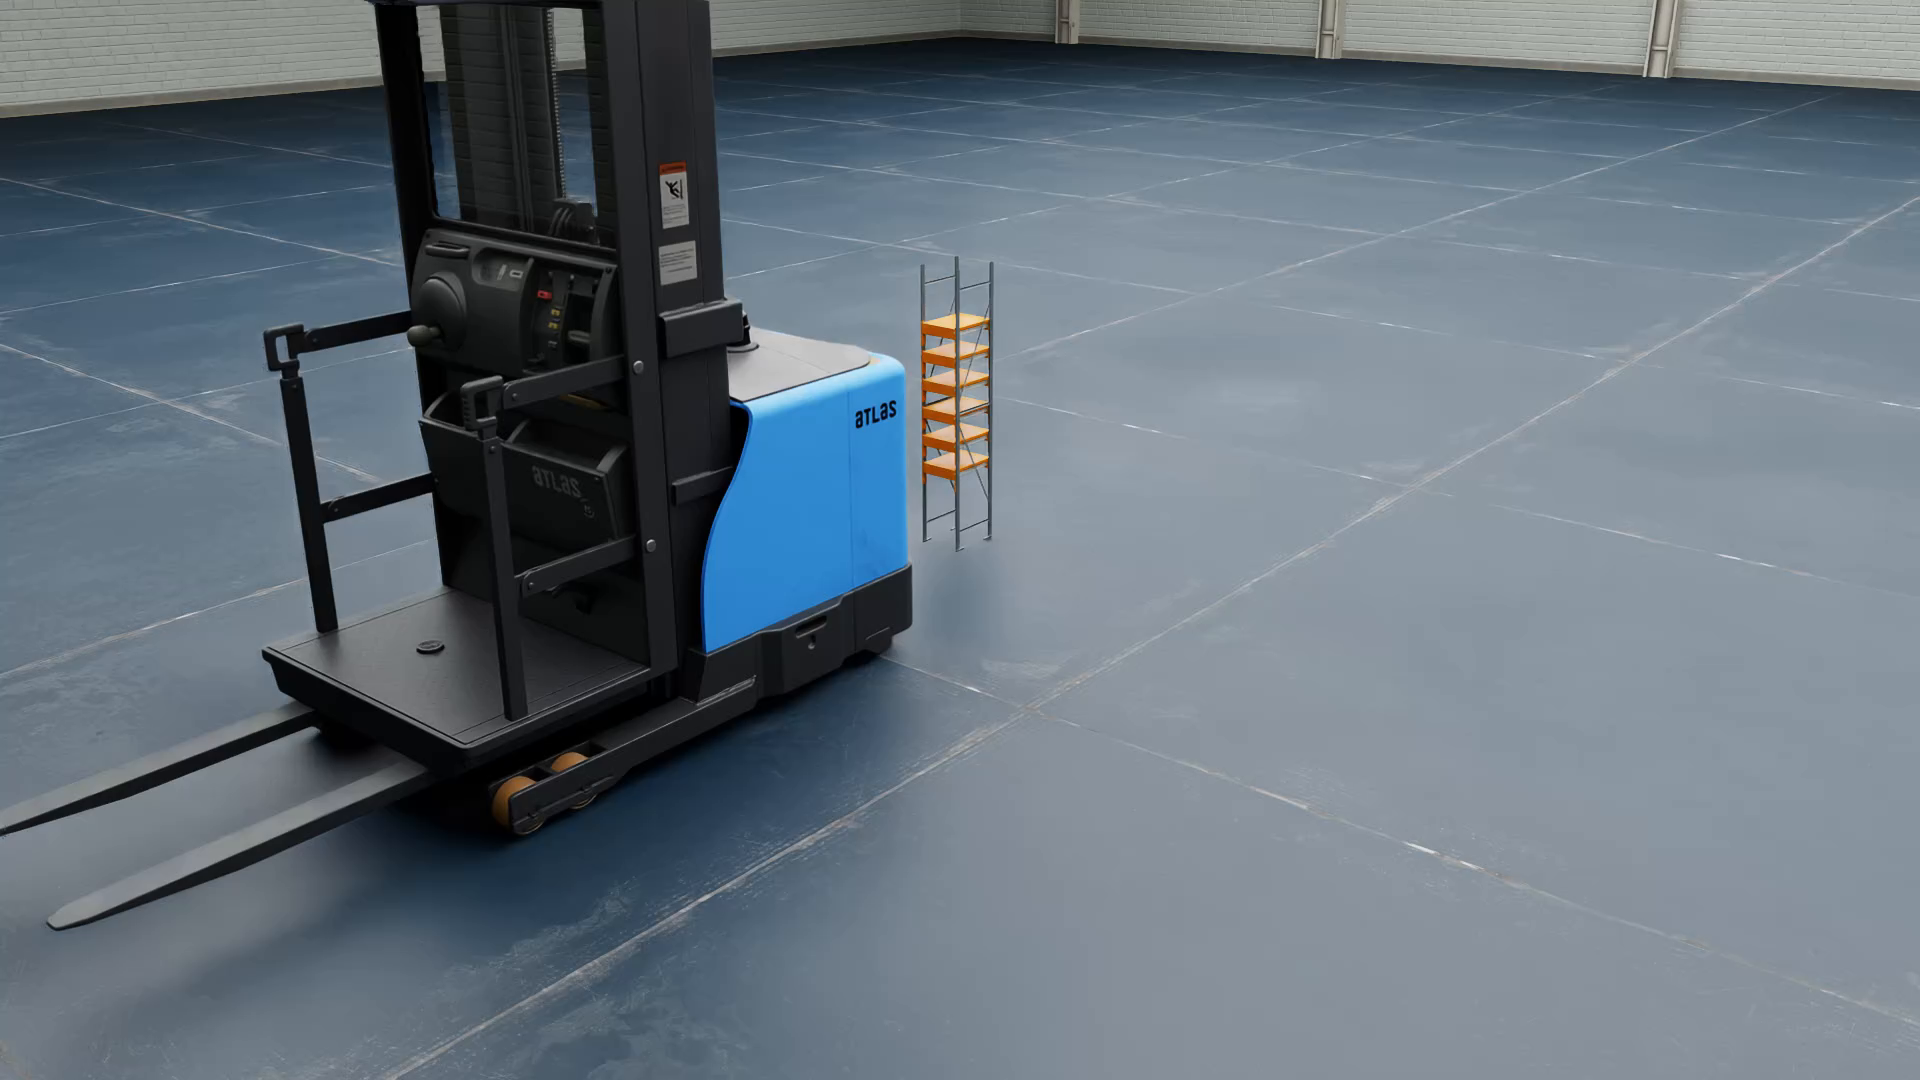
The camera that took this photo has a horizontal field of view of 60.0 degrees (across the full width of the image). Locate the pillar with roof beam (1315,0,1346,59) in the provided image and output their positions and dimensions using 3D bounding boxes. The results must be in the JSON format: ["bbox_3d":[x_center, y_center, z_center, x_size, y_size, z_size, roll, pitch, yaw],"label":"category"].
[{"bbox_3d":[4.148,-12.020,26.289,0.400,9.000,9.100,16,26,36],"label":"pillar with roof beam"}]

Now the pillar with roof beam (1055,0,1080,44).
[{"bbox_3d":[-0.501,-13.359,29.839,0.400,9.000,9.100,16,26,36],"label":"pillar with roof beam"}]

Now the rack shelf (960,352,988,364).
[{"bbox_3d":[-0.011,-0.766,6.889,0.166,0.020,0.199,16,26,36],"label":"rack shelf"}]

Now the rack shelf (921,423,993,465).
[{"bbox_3d":[-0.011,-0.411,7.023,0.180,0.103,0.258,16,26,36],"label":"rack shelf"}]

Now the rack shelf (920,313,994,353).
[{"bbox_3d":[-0.011,-0.860,6.854,0.180,0.103,0.258,16,26,36],"label":"rack shelf"}]

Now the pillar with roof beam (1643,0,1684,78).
[{"bbox_3d":[8.796,-10.681,22.739,0.400,9.000,9.100,16,26,36],"label":"pillar with roof beam"}]

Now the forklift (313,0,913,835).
[{"bbox_3d":[-1.495,-0.706,4.887,1.130,2.935,3.031,16,26,36],"label":"forklift"}]

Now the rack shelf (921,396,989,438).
[{"bbox_3d":[-0.011,-0.523,6.981,0.180,0.103,0.258,16,26,36],"label":"rack shelf"}]

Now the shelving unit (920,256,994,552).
[{"bbox_3d":[-0.011,-0.565,6.965,0.189,1.200,0.258,16,26,36],"label":"shelving unit"}]

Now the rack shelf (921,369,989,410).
[{"bbox_3d":[-0.011,-0.635,6.938,0.180,0.103,0.258,16,26,36],"label":"rack shelf"}]

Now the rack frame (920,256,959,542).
[{"bbox_3d":[-0.082,-0.585,7.019,0.006,1.200,0.240,16,26,36],"label":"rack frame"}]

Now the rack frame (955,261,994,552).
[{"bbox_3d":[0.060,-0.544,6.911,0.006,1.200,0.240,16,26,36],"label":"rack frame"}]
